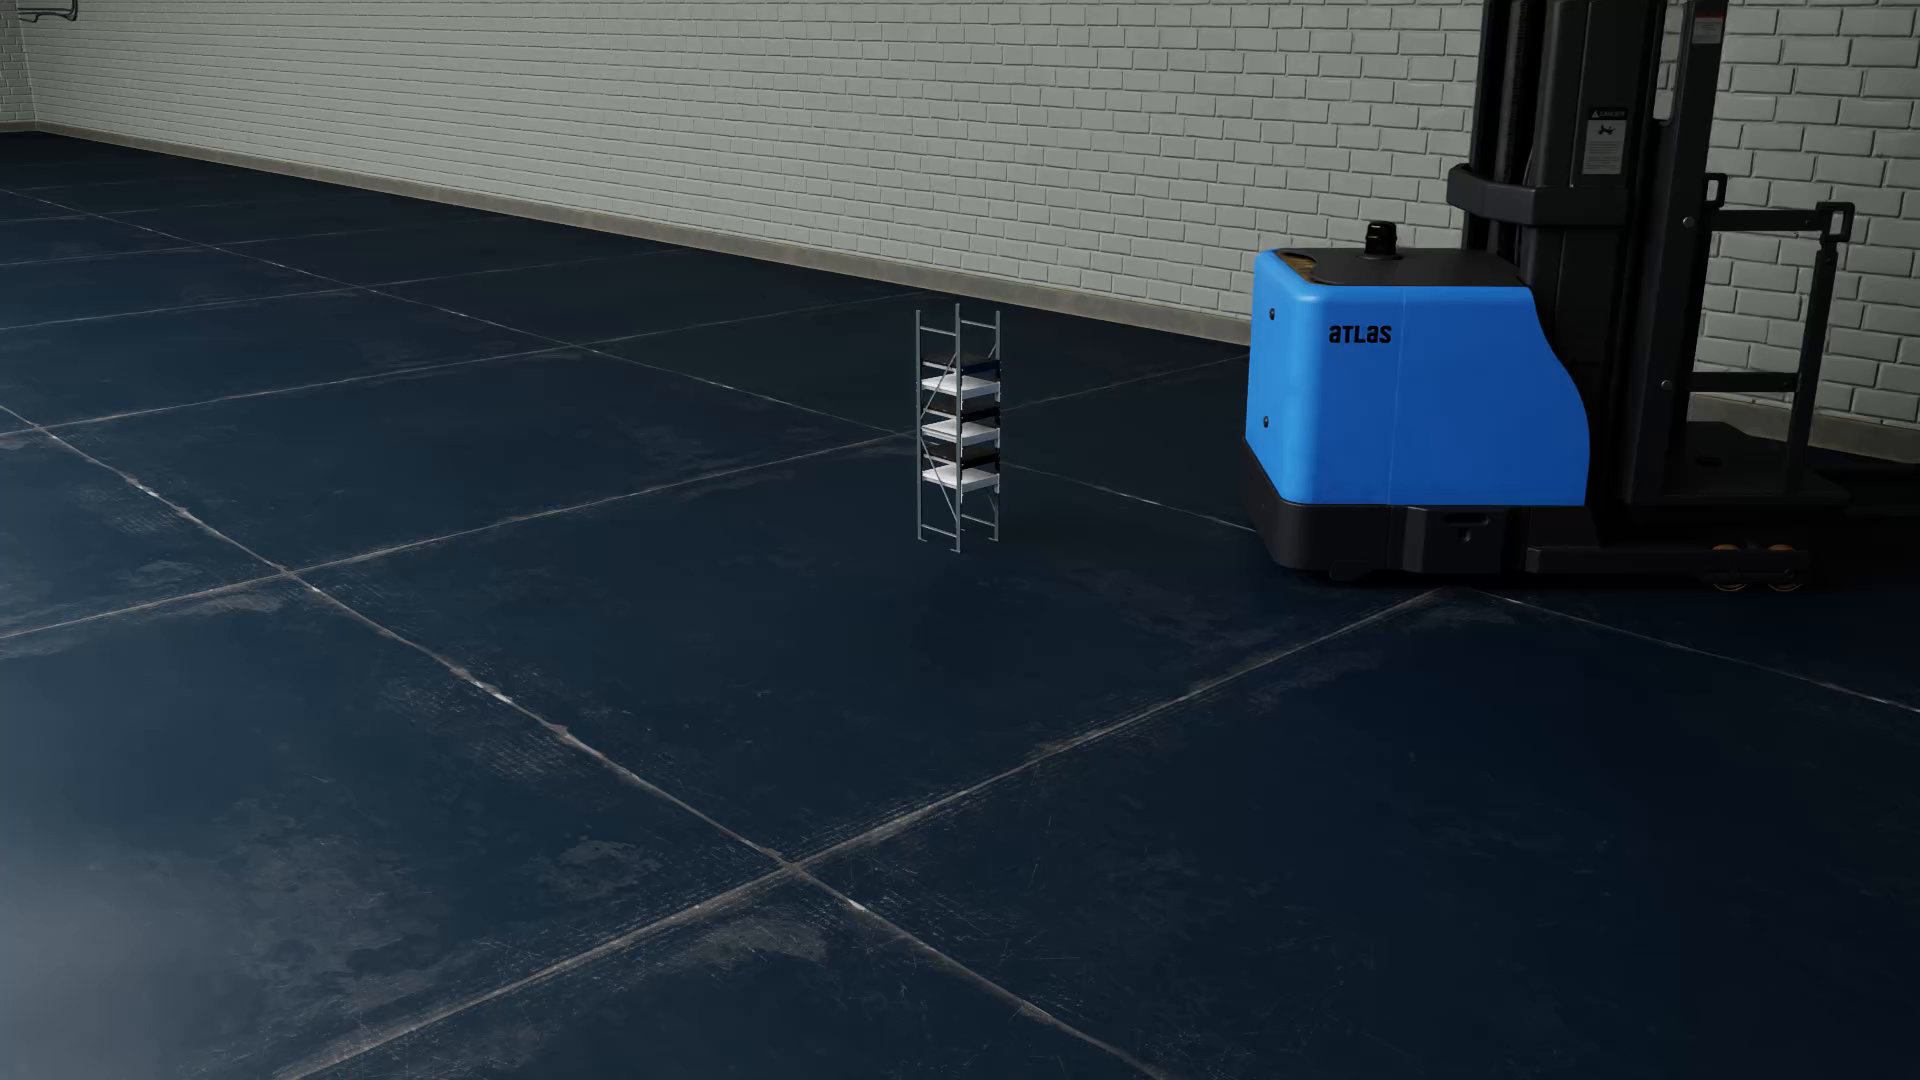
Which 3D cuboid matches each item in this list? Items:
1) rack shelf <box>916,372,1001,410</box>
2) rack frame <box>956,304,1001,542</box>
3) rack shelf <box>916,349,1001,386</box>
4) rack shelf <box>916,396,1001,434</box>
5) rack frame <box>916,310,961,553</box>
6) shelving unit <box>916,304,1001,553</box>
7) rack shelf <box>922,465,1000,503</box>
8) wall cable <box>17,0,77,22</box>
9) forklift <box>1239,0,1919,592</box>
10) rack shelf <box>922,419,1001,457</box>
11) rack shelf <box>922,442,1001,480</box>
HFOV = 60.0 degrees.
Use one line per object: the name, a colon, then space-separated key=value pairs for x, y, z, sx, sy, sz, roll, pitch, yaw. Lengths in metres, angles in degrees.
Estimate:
rack shelf: x=-0.006 y=-0.566 z=6.295 sx=0.200 sy=0.077 sz=0.258 roll=-16 pitch=24 yaw=-41
rack frame: x=0.068 y=-0.448 z=6.407 sx=0.006 sy=0.900 sz=0.240 roll=-16 pitch=24 yaw=-41
rack shelf: x=-0.006 y=-0.651 z=6.268 sx=0.200 sy=0.077 sz=0.258 roll=-16 pitch=24 yaw=-41
rack shelf: x=-0.006 y=-0.480 z=6.323 sx=0.200 sy=0.077 sz=0.258 roll=-16 pitch=24 yaw=-41
rack frame: x=-0.080 y=-0.405 z=6.274 sx=0.006 sy=0.900 sz=0.240 roll=-16 pitch=24 yaw=-41
shelving unit: x=-0.006 y=-0.426 z=6.341 sx=0.210 sy=0.900 sz=0.258 roll=-16 pitch=24 yaw=-41
rack shelf: x=-0.006 y=-0.223 z=6.406 sx=0.200 sy=0.077 sz=0.258 roll=-16 pitch=24 yaw=-41
wall cable: x=-13.951 y=-9.095 z=24.981 sx=0.112 sy=2.526 sz=3.097 roll=-16 pitch=24 yaw=-41
forklift: x=2.655 y=-1.375 z=5.973 sx=3.031 sy=2.935 sz=1.130 roll=0 pitch=18 yaw=1
rack shelf: x=-0.006 y=-0.395 z=6.351 sx=0.200 sy=0.077 sz=0.258 roll=-16 pitch=24 yaw=-41
rack shelf: x=-0.006 y=-0.309 z=6.379 sx=0.200 sy=0.077 sz=0.258 roll=-16 pitch=24 yaw=-41
